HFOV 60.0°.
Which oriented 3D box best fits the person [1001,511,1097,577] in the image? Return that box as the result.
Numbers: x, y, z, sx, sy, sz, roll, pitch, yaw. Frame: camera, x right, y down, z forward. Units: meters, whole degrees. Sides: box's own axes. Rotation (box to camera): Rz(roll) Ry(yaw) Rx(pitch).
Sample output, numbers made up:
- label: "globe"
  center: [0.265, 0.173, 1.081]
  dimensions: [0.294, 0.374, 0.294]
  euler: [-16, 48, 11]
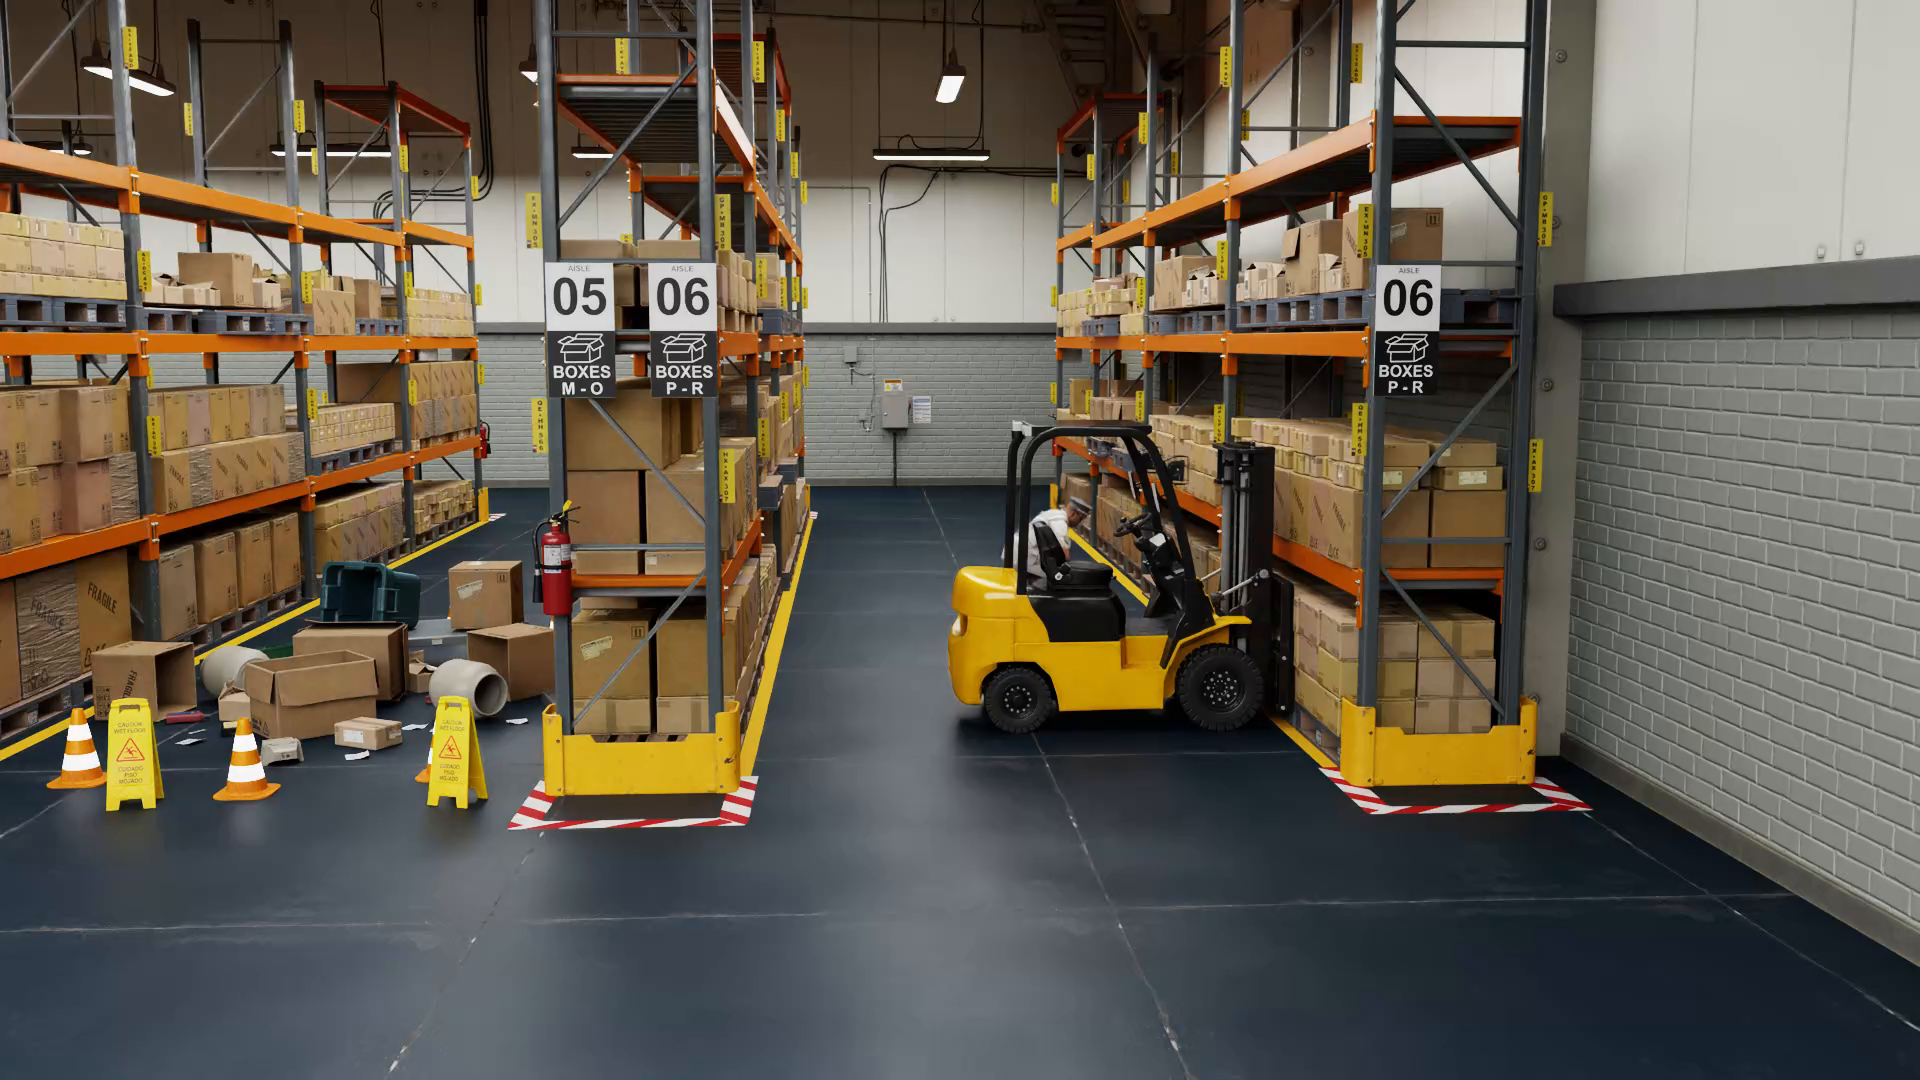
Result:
- label: "person"
  center: [0.845, 0.303, 15.731]
  dimensions: [0.916, 1.150, 0.577]
  euler: [0, 7, -4]
